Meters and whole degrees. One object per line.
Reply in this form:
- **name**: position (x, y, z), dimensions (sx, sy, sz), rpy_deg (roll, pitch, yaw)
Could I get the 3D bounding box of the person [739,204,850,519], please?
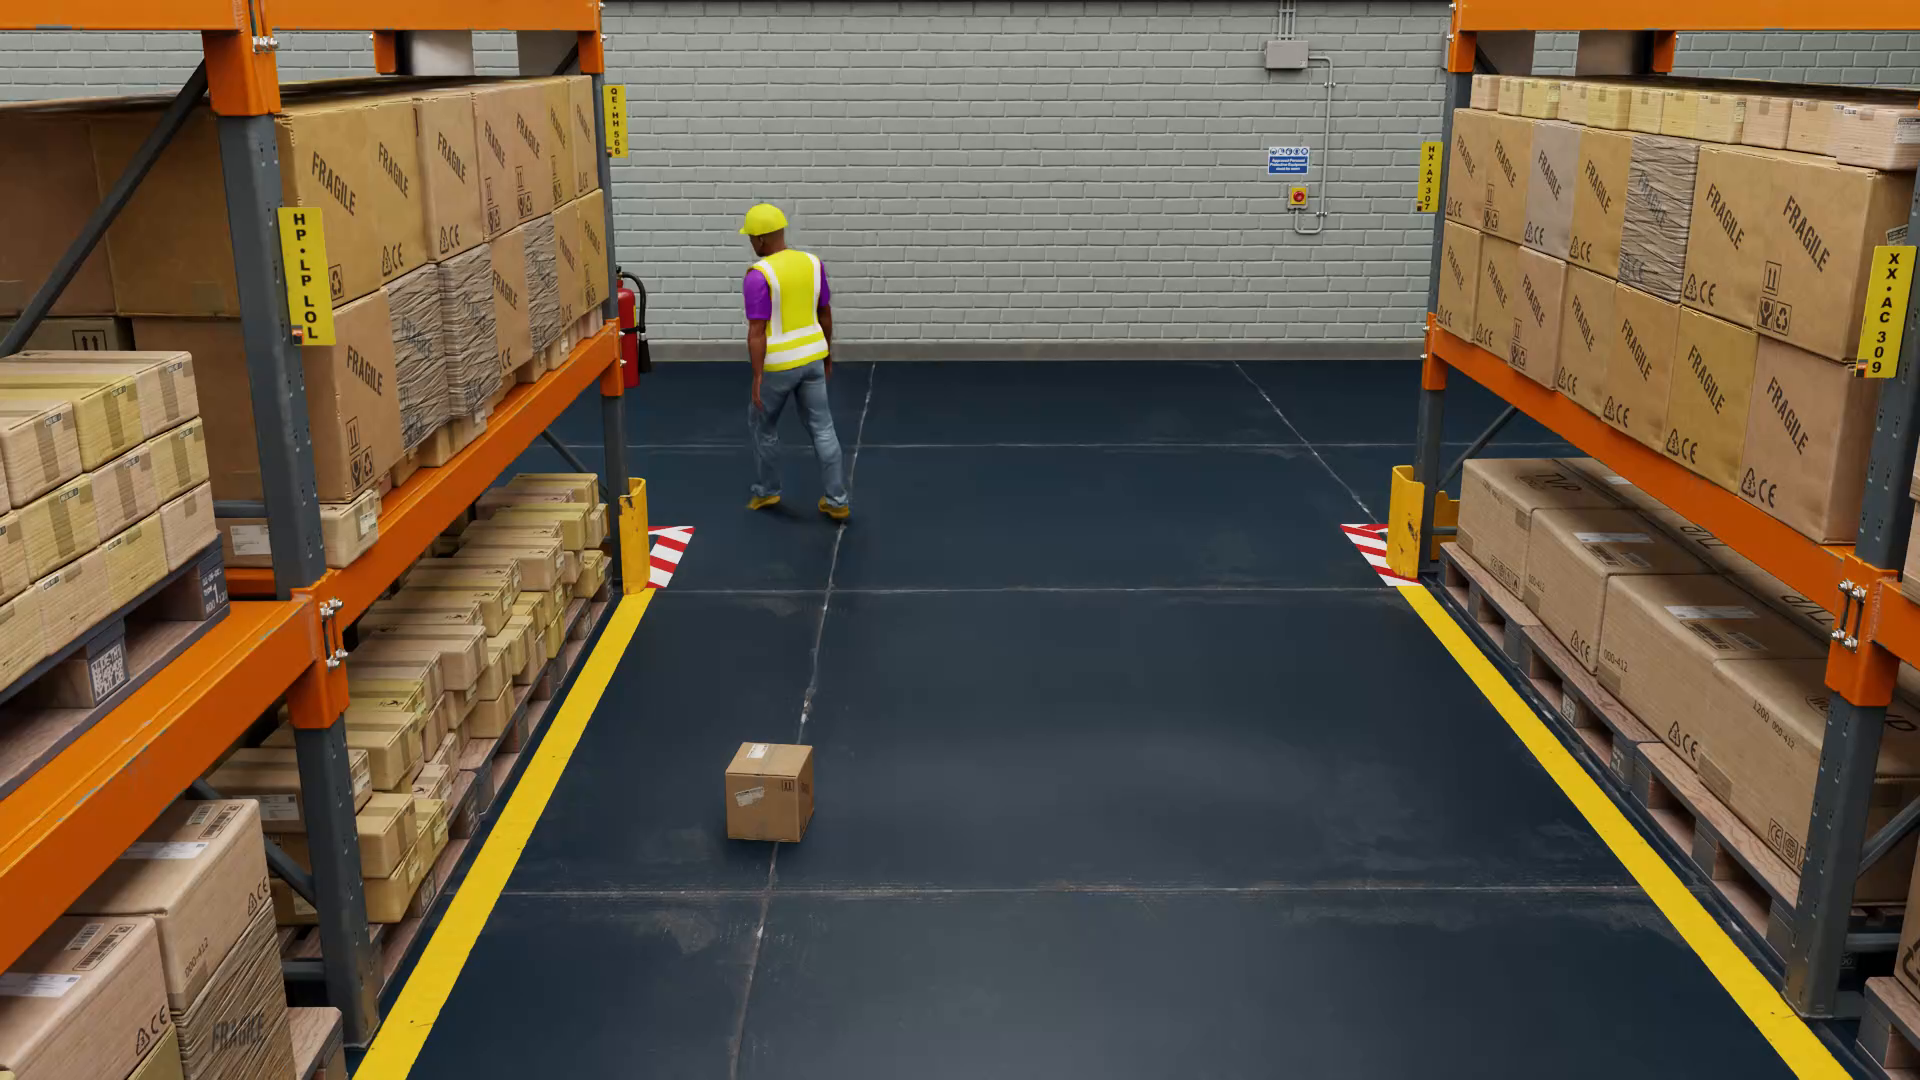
- **person**: position (-0.959, -0.953, 9.222), dimensions (0.663, 1.815, 0.773), rpy_deg (-13, 21, -37)
